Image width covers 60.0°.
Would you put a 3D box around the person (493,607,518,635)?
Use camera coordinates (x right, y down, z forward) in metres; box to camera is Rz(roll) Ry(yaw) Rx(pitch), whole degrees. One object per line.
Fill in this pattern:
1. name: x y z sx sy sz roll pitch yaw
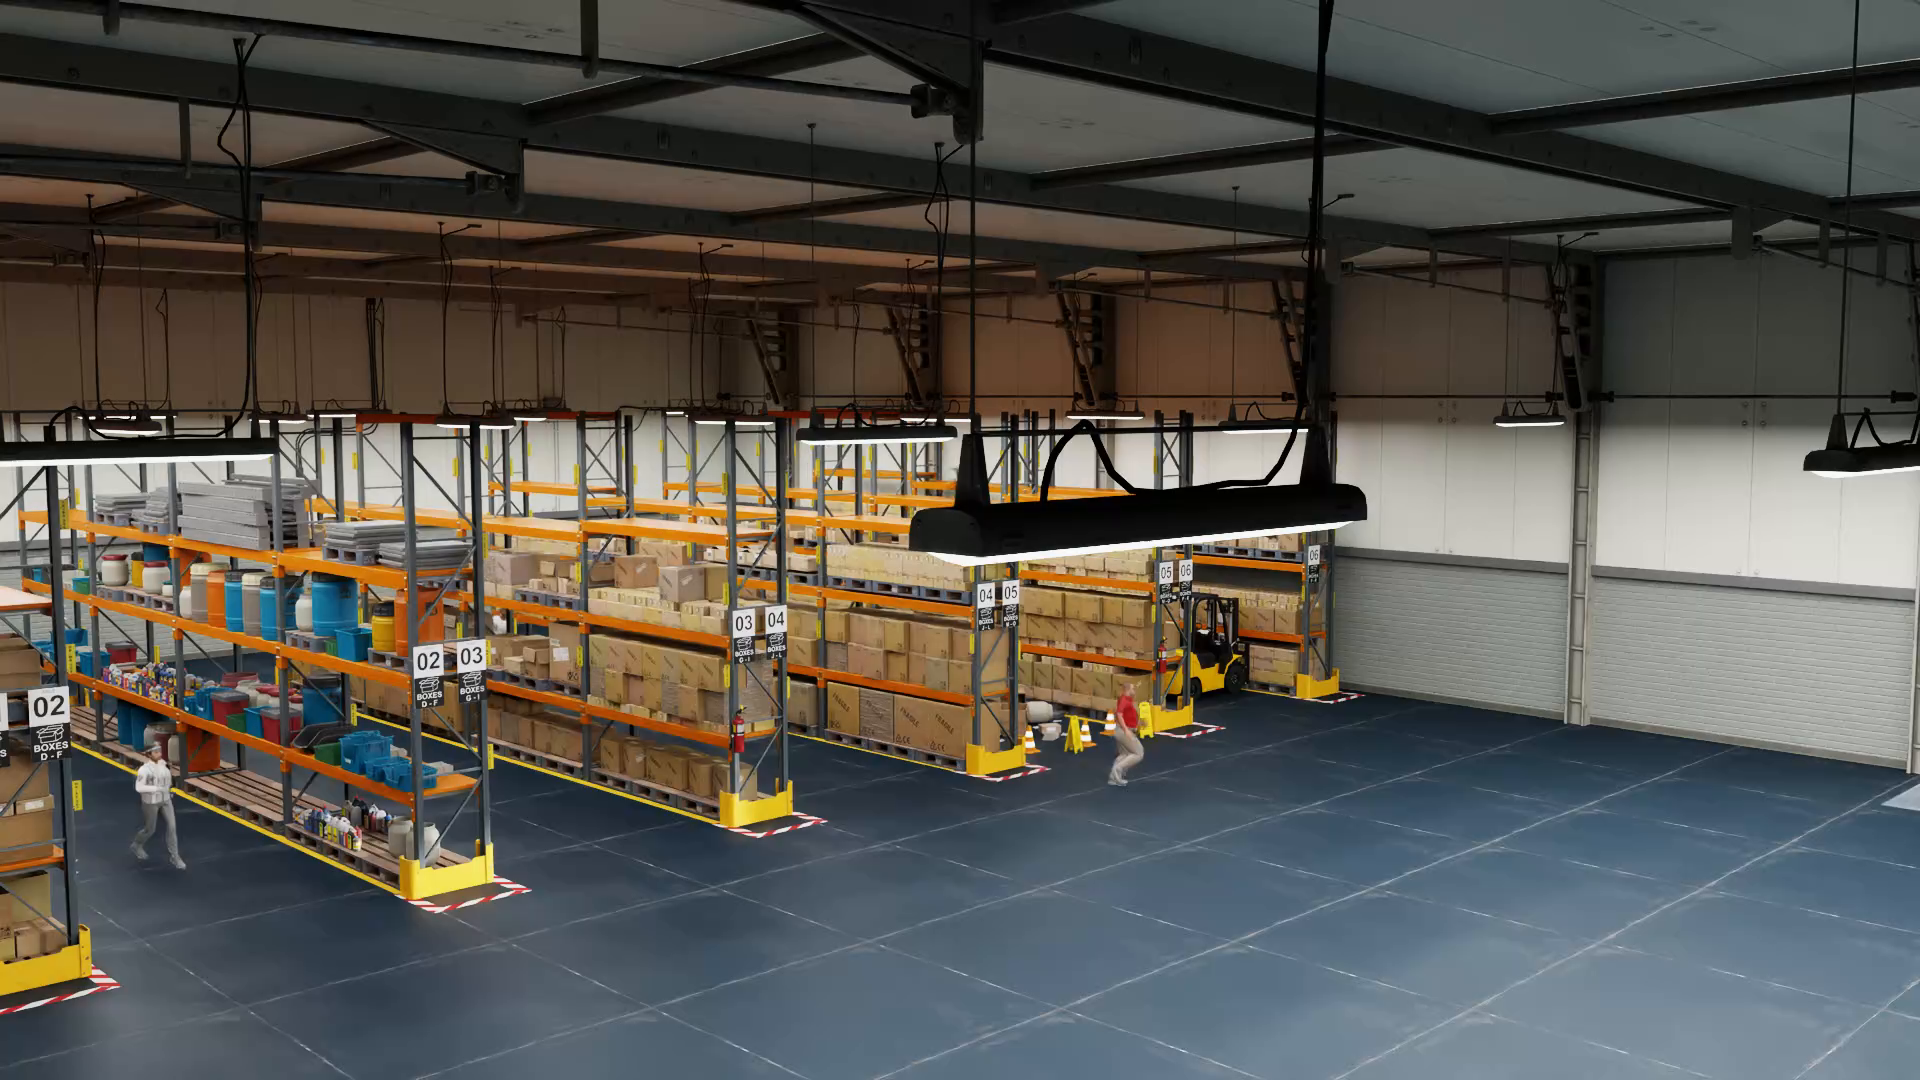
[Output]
1. person: -10.061 2.266 36.790 0.677 1.729 0.607 -4 7 -42

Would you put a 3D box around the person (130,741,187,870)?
1. person: -10.781 3.540 22.316 0.864 1.722 0.609 2 6 26

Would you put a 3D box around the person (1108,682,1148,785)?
1. person: 2.744 3.142 26.982 0.671 1.671 0.647 -1 5 -7
